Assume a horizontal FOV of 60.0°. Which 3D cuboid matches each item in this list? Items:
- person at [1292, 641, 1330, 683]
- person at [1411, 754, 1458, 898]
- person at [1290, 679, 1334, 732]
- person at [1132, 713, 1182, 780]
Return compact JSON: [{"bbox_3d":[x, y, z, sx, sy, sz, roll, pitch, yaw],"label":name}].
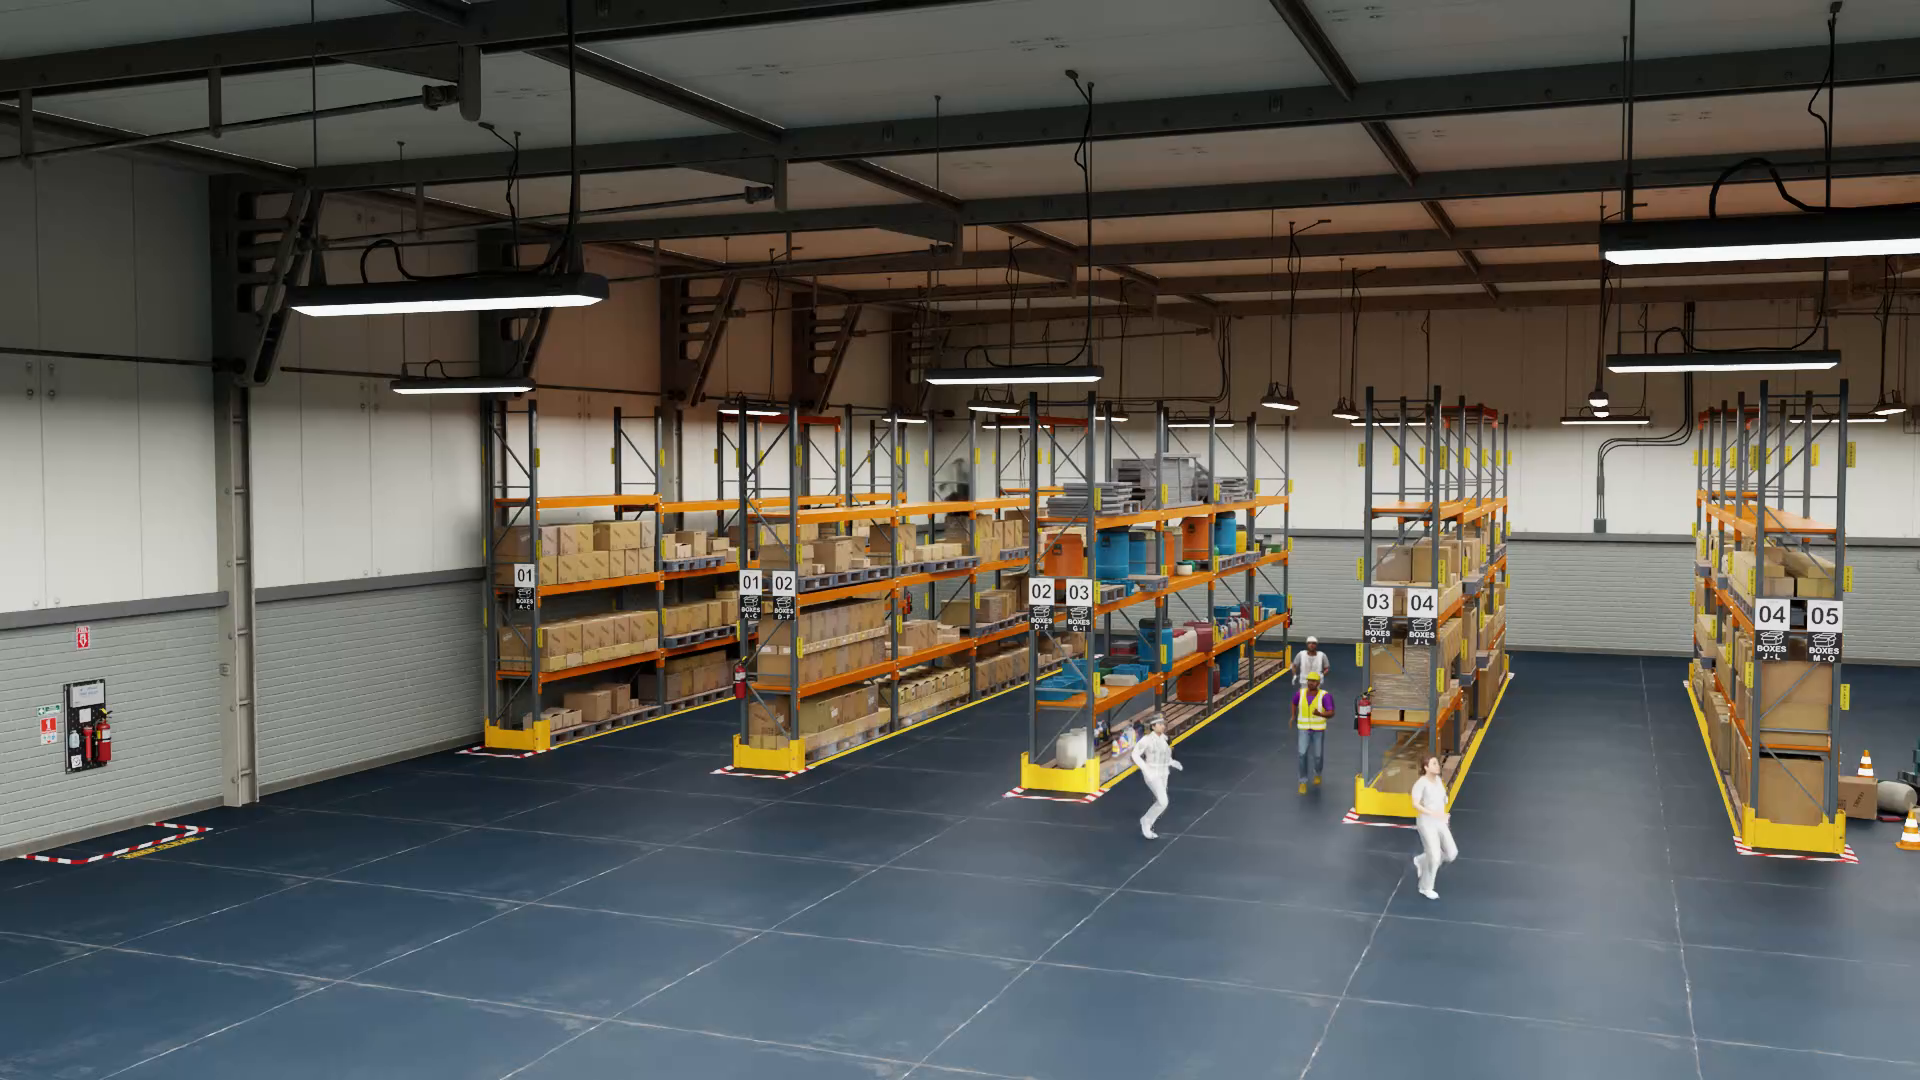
[{"bbox_3d":[6.414,2.242,30.368,0.691,0.879,0.534,1,3,11],"label":"person"},{"bbox_3d":[5.375,3.252,18.954,0.601,1.636,0.578,-2,3,-36],"label":"person"},{"bbox_3d":[5.273,2.438,24.928,0.676,0.855,0.688,1,3,18],"label":"person"},{"bbox_3d":[2.613,2.686,21.700,0.588,0.848,0.542,-3,4,-44],"label":"person"}]
